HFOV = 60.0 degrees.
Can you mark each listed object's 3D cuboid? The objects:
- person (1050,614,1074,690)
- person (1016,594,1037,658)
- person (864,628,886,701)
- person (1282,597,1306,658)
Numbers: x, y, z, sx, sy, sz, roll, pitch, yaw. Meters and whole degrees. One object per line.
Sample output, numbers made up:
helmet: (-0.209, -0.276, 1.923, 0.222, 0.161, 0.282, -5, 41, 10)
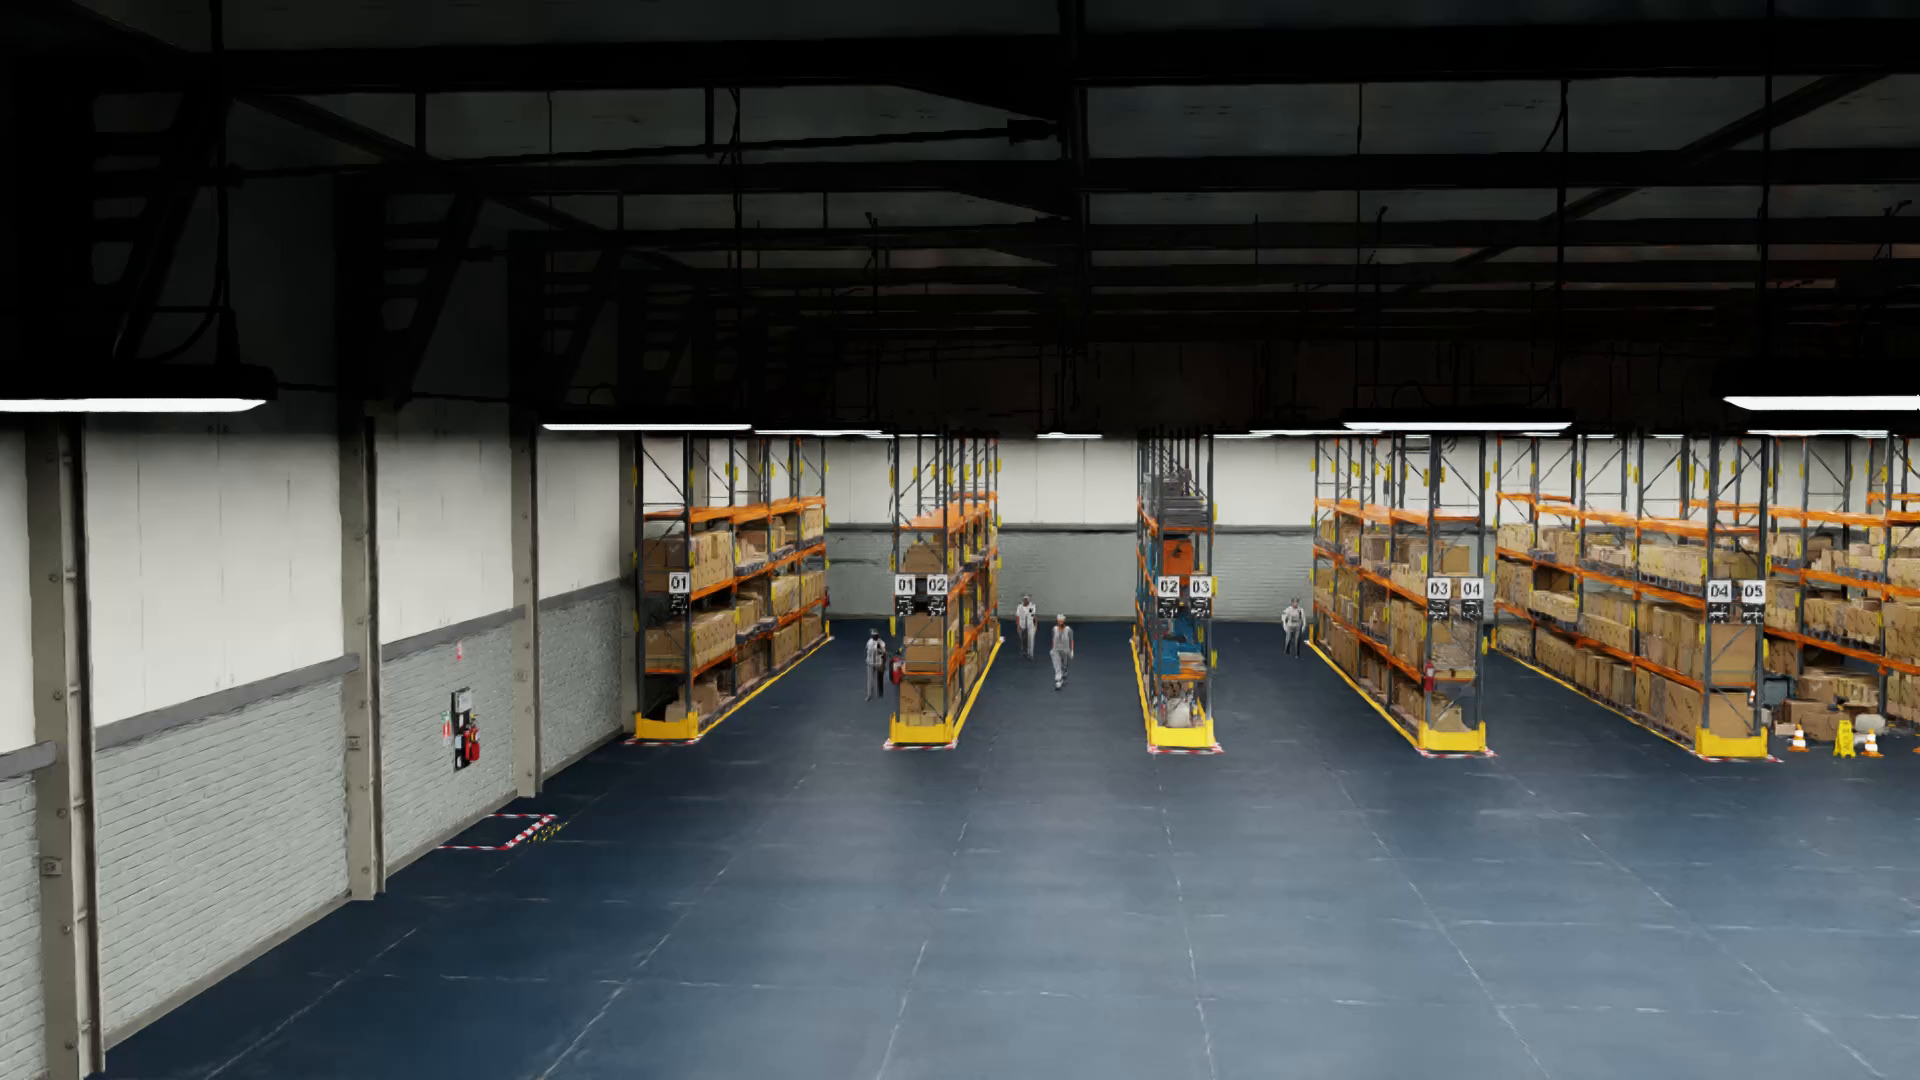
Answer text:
person: (2.347, 2.558, 38.220, 0.567, 1.736, 1.042, 0, 3, 4)
person: (1.734, 2.244, 43.682, 0.542, 1.675, 1.126, 0, 3, 7)
person: (-1.849, 2.710, 36.602, 0.445, 1.590, 1.091, 0, 3, 3)
person: (8.766, 2.296, 43.643, 0.639, 1.627, 0.506, 0, 3, 4)
